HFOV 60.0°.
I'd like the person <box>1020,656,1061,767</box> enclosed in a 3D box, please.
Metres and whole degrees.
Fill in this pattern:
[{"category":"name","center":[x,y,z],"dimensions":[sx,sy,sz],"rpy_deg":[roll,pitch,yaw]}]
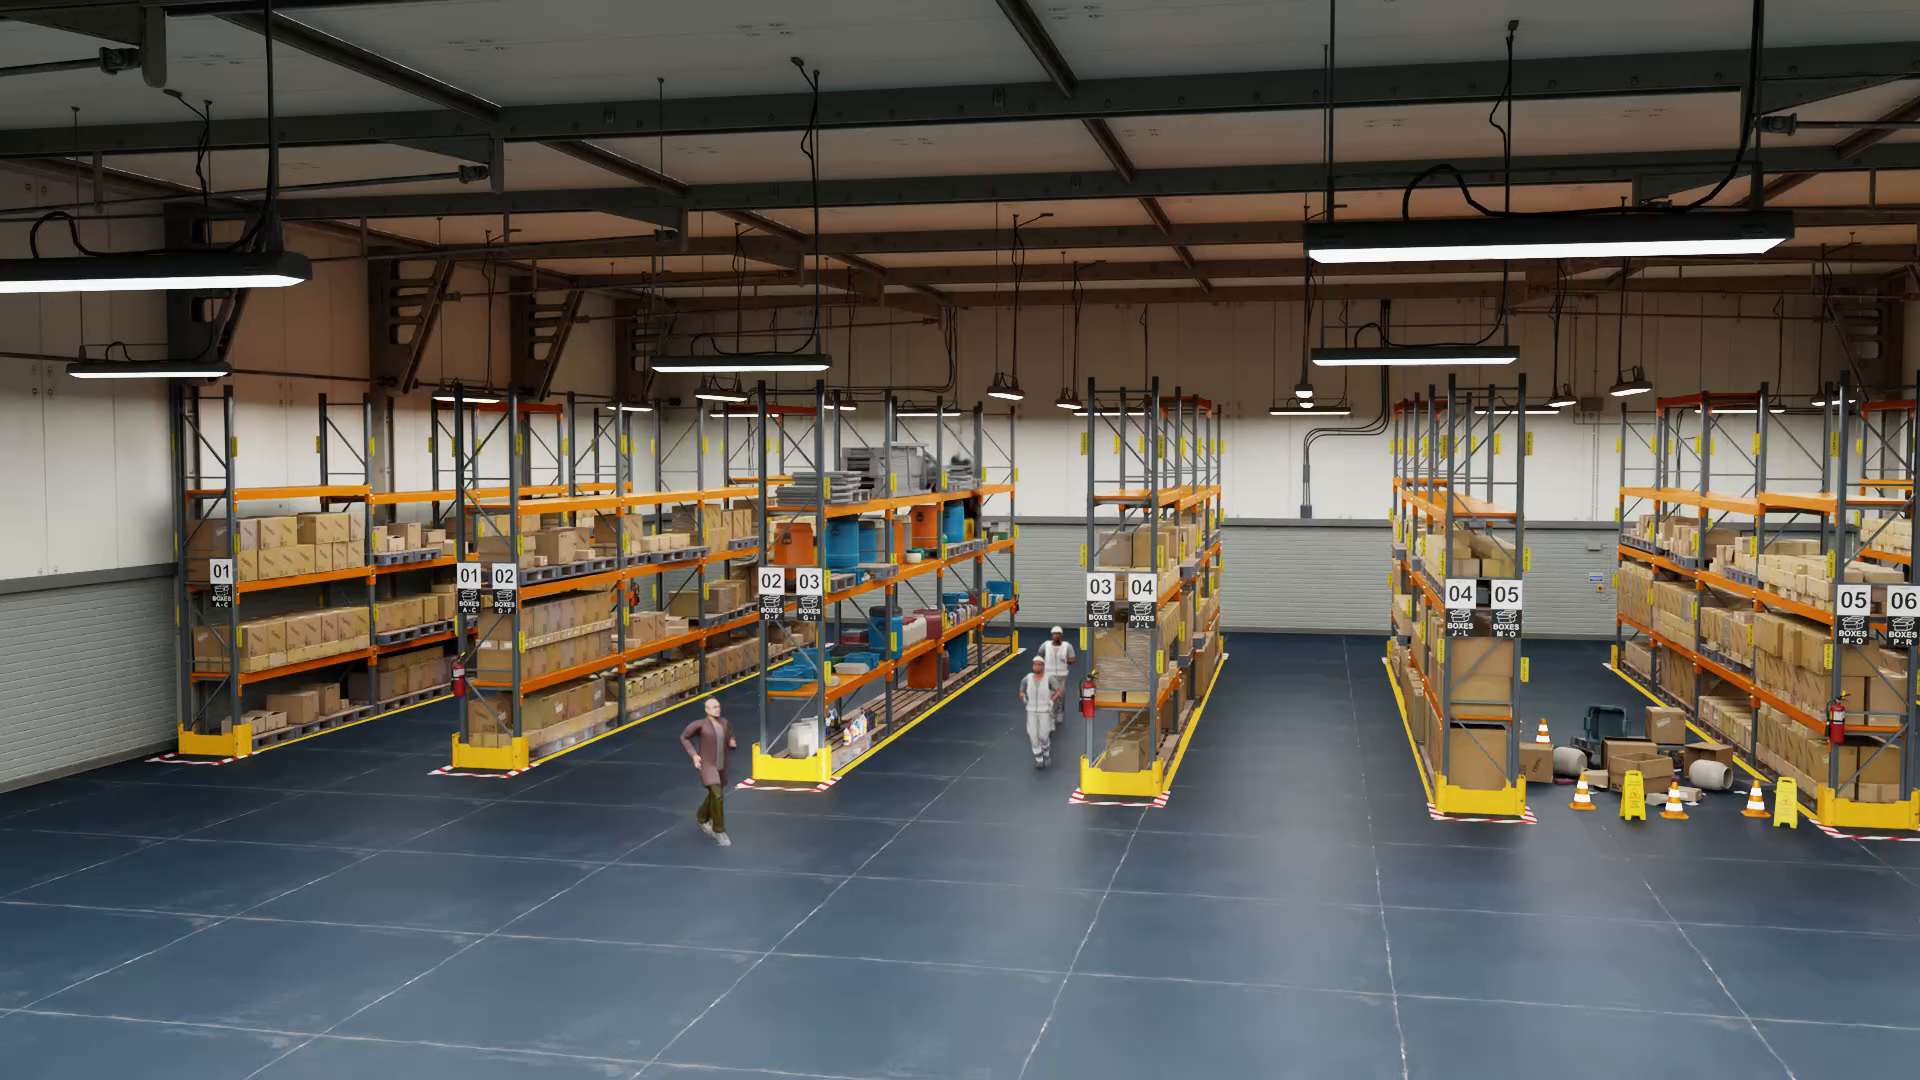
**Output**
[{"category":"person","center":[1.214,2.678,25.795],"dimensions":[0.639,1.744,0.547],"rpy_deg":[1,3,14]}]

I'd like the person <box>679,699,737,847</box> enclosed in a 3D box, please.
[{"category":"person","center":[-3.152,2.923,21.156],"dimensions":[0.875,1.824,0.694],"rpy_deg":[3,4,43]}]

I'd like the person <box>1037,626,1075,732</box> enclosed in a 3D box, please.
[{"category":"person","center":[1.713,2.437,29.559],"dimensions":[0.671,1.819,0.897],"rpy_deg":[0,3,0]}]
